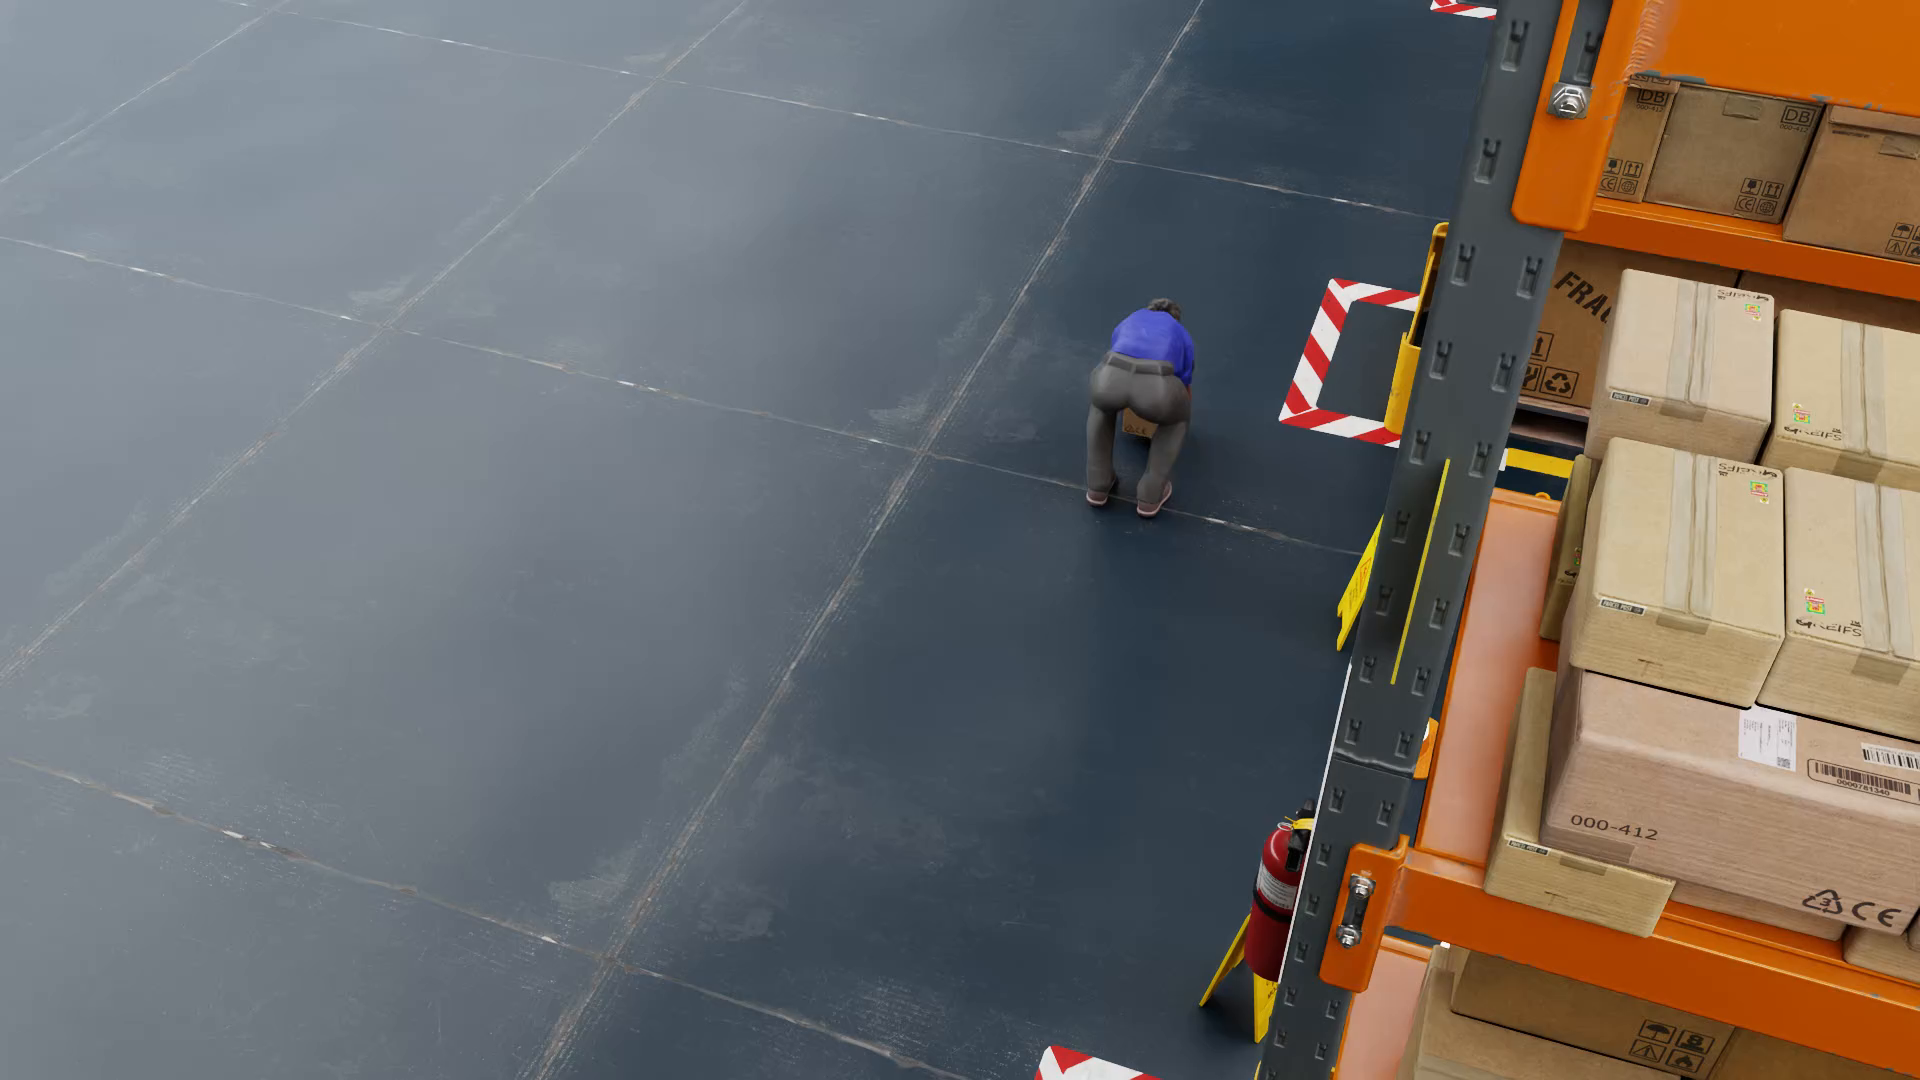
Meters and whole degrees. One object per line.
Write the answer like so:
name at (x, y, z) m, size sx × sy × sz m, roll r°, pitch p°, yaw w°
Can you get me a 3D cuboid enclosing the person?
person at (0.820, -0.641, 7.468) m, size 0.464 × 0.878 × 0.867 m, roll 12°, pitch 43°, yaw 13°
